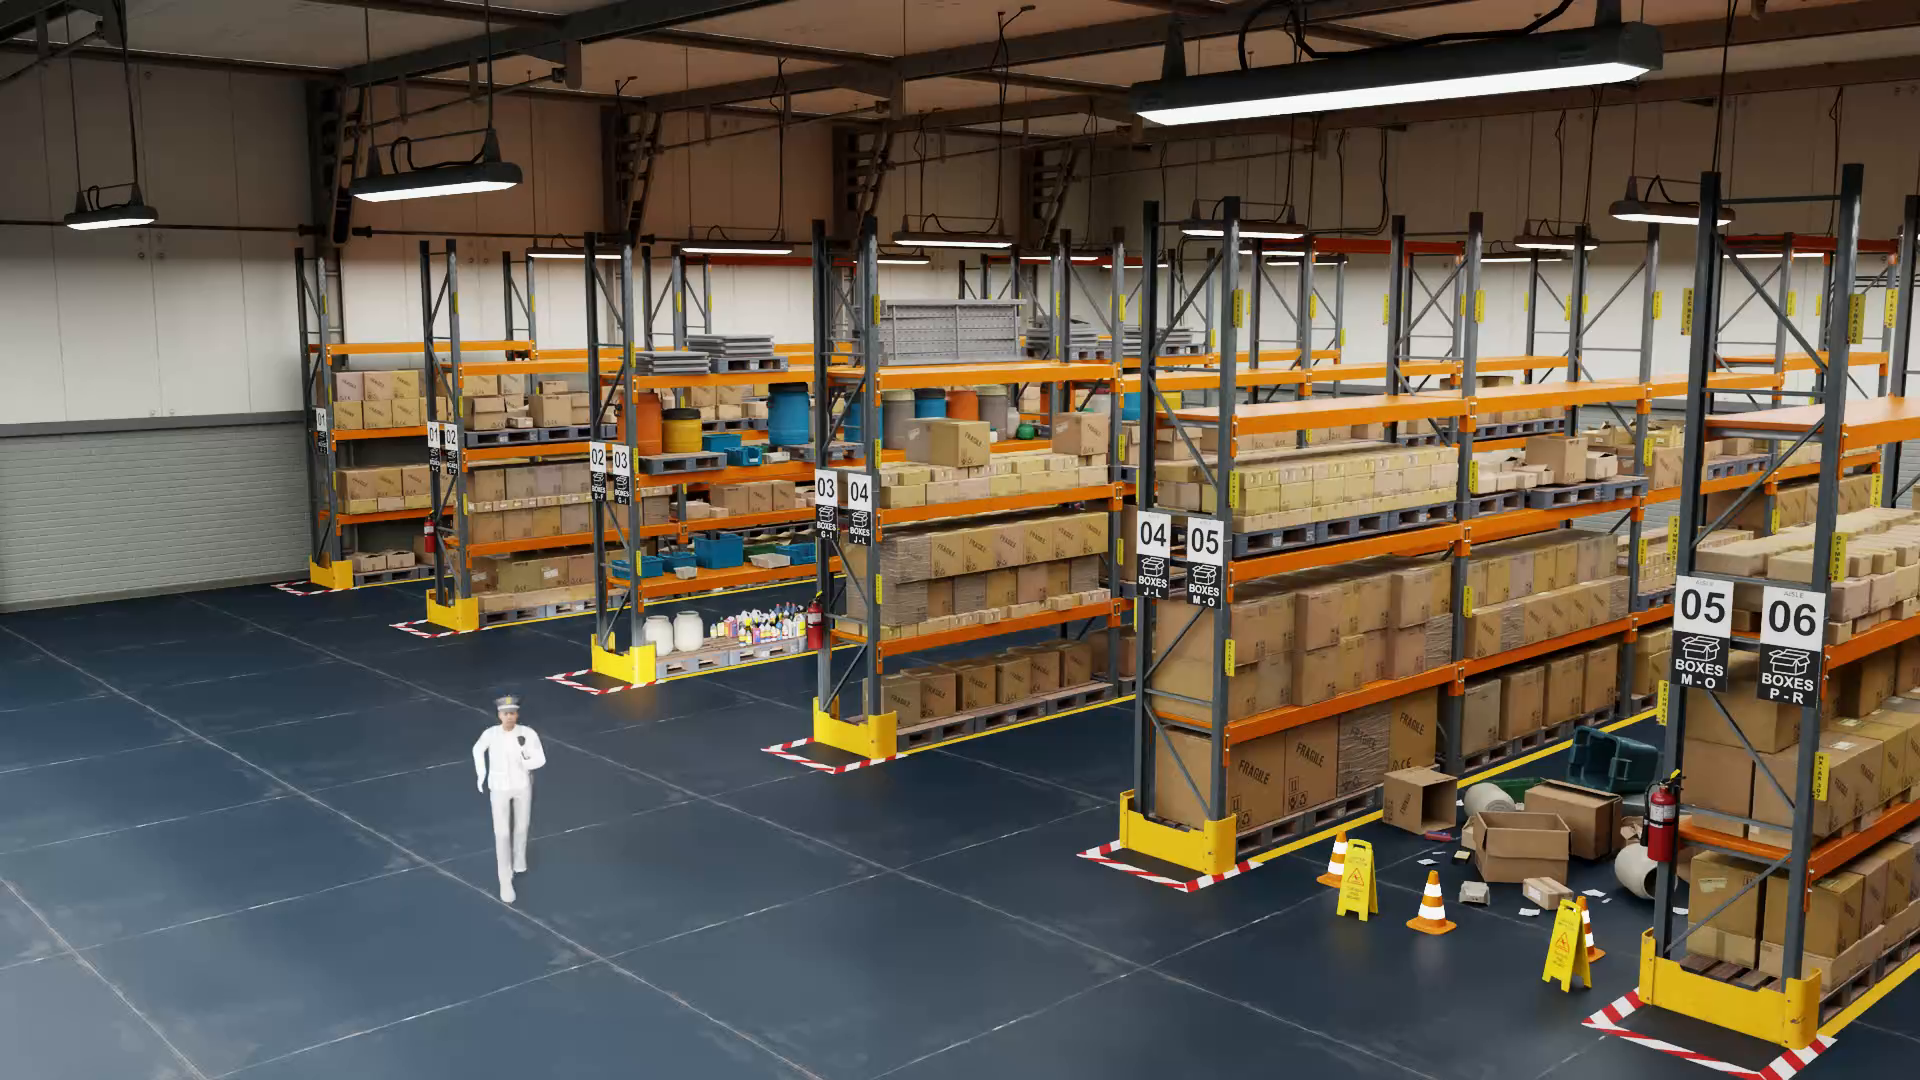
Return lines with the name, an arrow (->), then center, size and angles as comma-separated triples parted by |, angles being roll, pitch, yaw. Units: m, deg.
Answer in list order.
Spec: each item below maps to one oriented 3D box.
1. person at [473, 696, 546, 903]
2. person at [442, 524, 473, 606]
person -> -3.926, 2.196, 14.543 | 0.593, 1.725, 0.857 | -3, 9, -18
person -> -8.330, 0.171, 27.963 | 0.695, 1.771, 0.962 | 7, 11, 40
